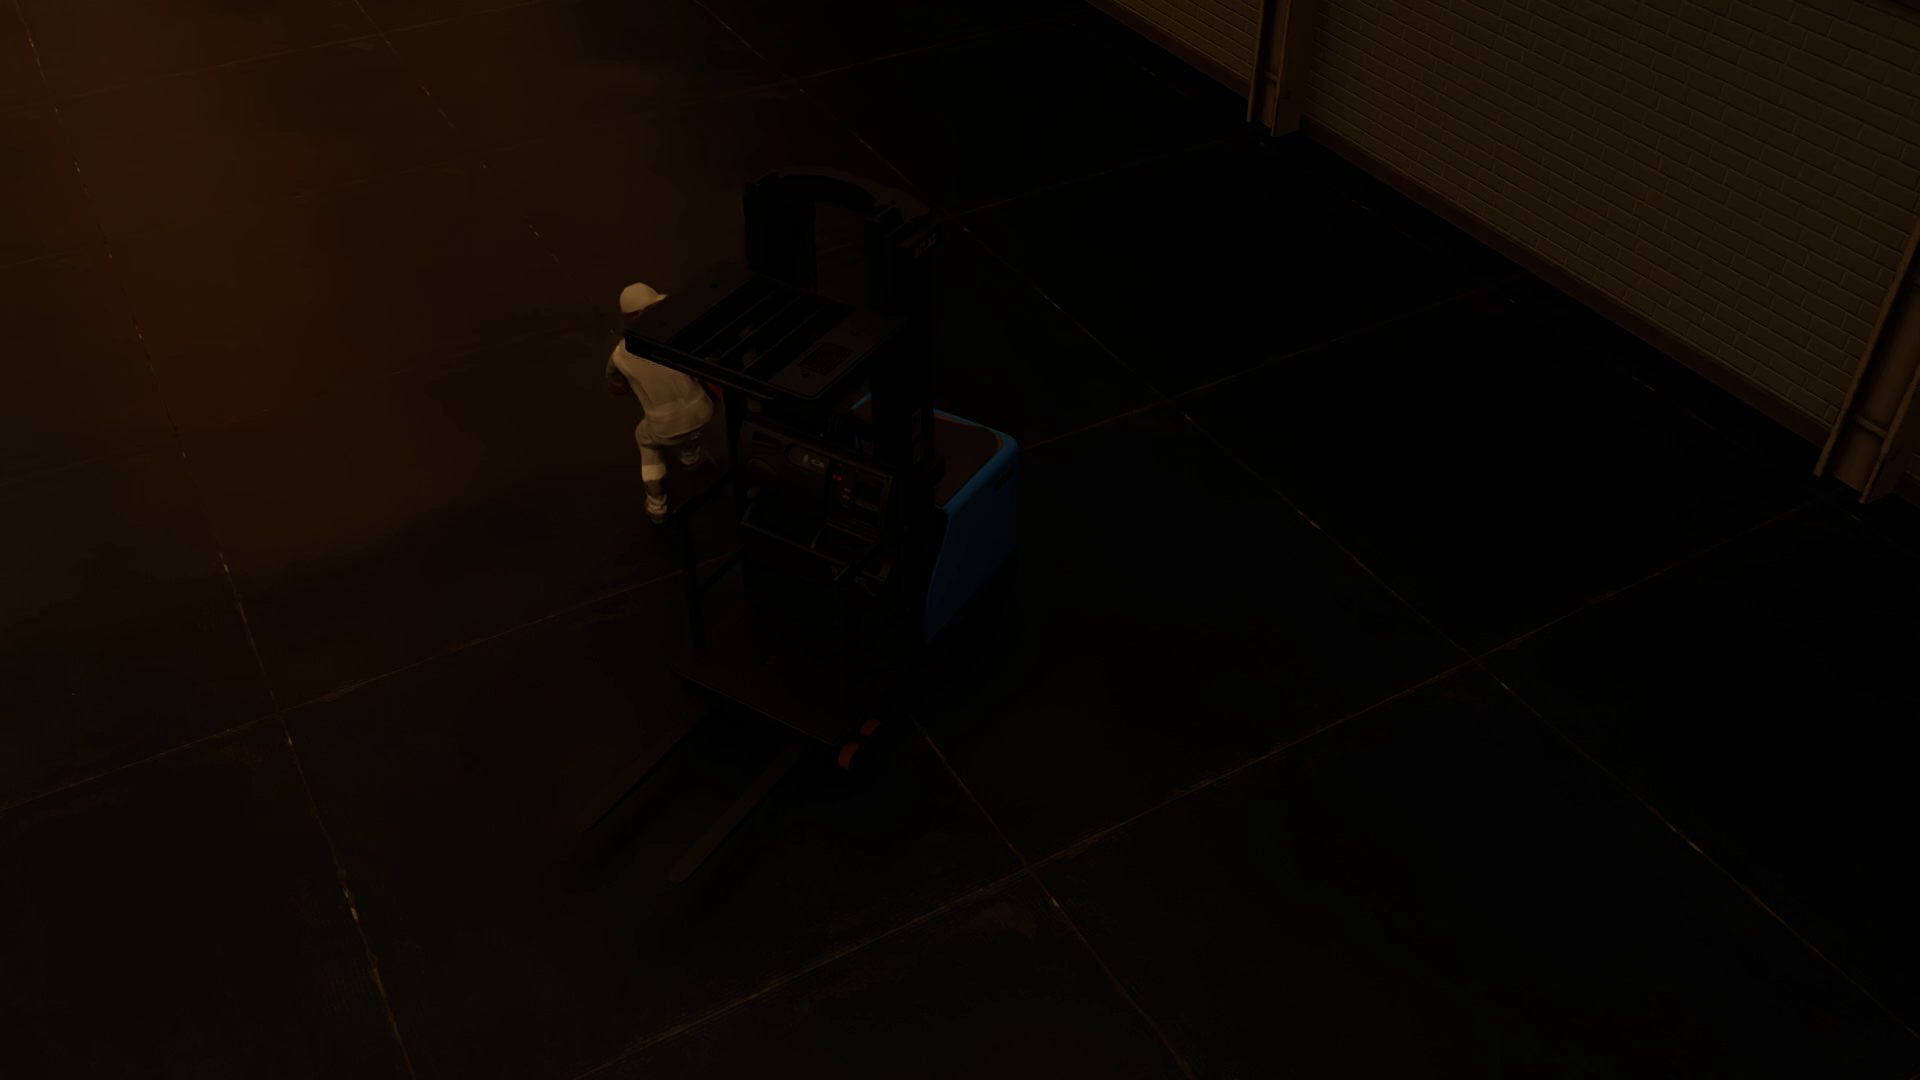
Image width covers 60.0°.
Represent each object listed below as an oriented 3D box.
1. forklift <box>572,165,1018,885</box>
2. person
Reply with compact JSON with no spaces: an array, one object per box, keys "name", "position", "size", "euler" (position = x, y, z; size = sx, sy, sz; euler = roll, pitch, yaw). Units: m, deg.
[{"name":"forklift","position":[-0.854,-0.237,8.322],"size":[1.130,2.935,3.031],"euler":[21,44,24]},{"name":"person","position":[-1.750,-0.880,10.196],"size":[0.781,1.561,0.771],"euler":[-9,41,-11]}]
